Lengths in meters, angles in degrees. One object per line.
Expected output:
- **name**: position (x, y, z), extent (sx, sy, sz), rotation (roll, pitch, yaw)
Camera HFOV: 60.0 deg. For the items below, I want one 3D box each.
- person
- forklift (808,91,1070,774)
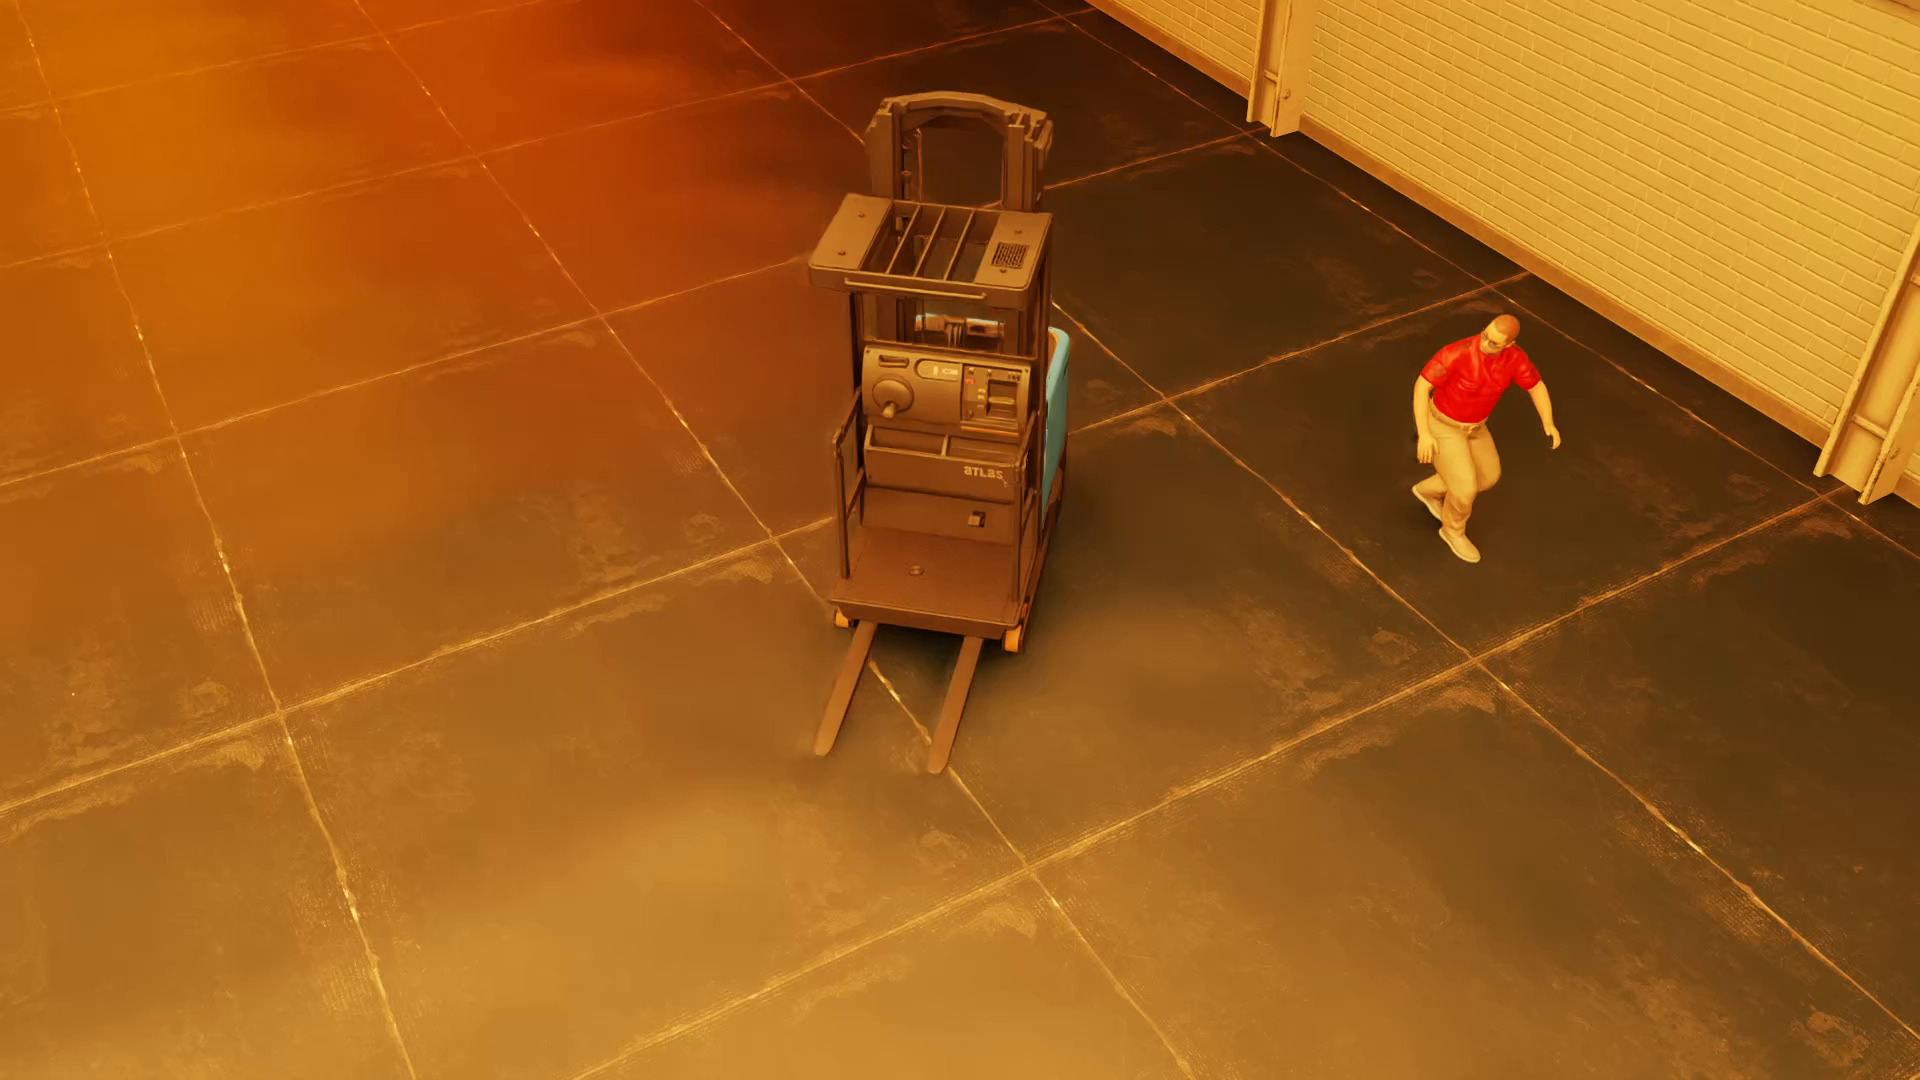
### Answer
- **person**: position (3.033, -0.594, 9.790), extent (0.862, 1.613, 0.819), rotation (-20, 44, -23)
- **forklift**: position (-0.120, -0.745, 8.935), extent (1.130, 2.935, 3.031), rotation (8, 40, 9)
